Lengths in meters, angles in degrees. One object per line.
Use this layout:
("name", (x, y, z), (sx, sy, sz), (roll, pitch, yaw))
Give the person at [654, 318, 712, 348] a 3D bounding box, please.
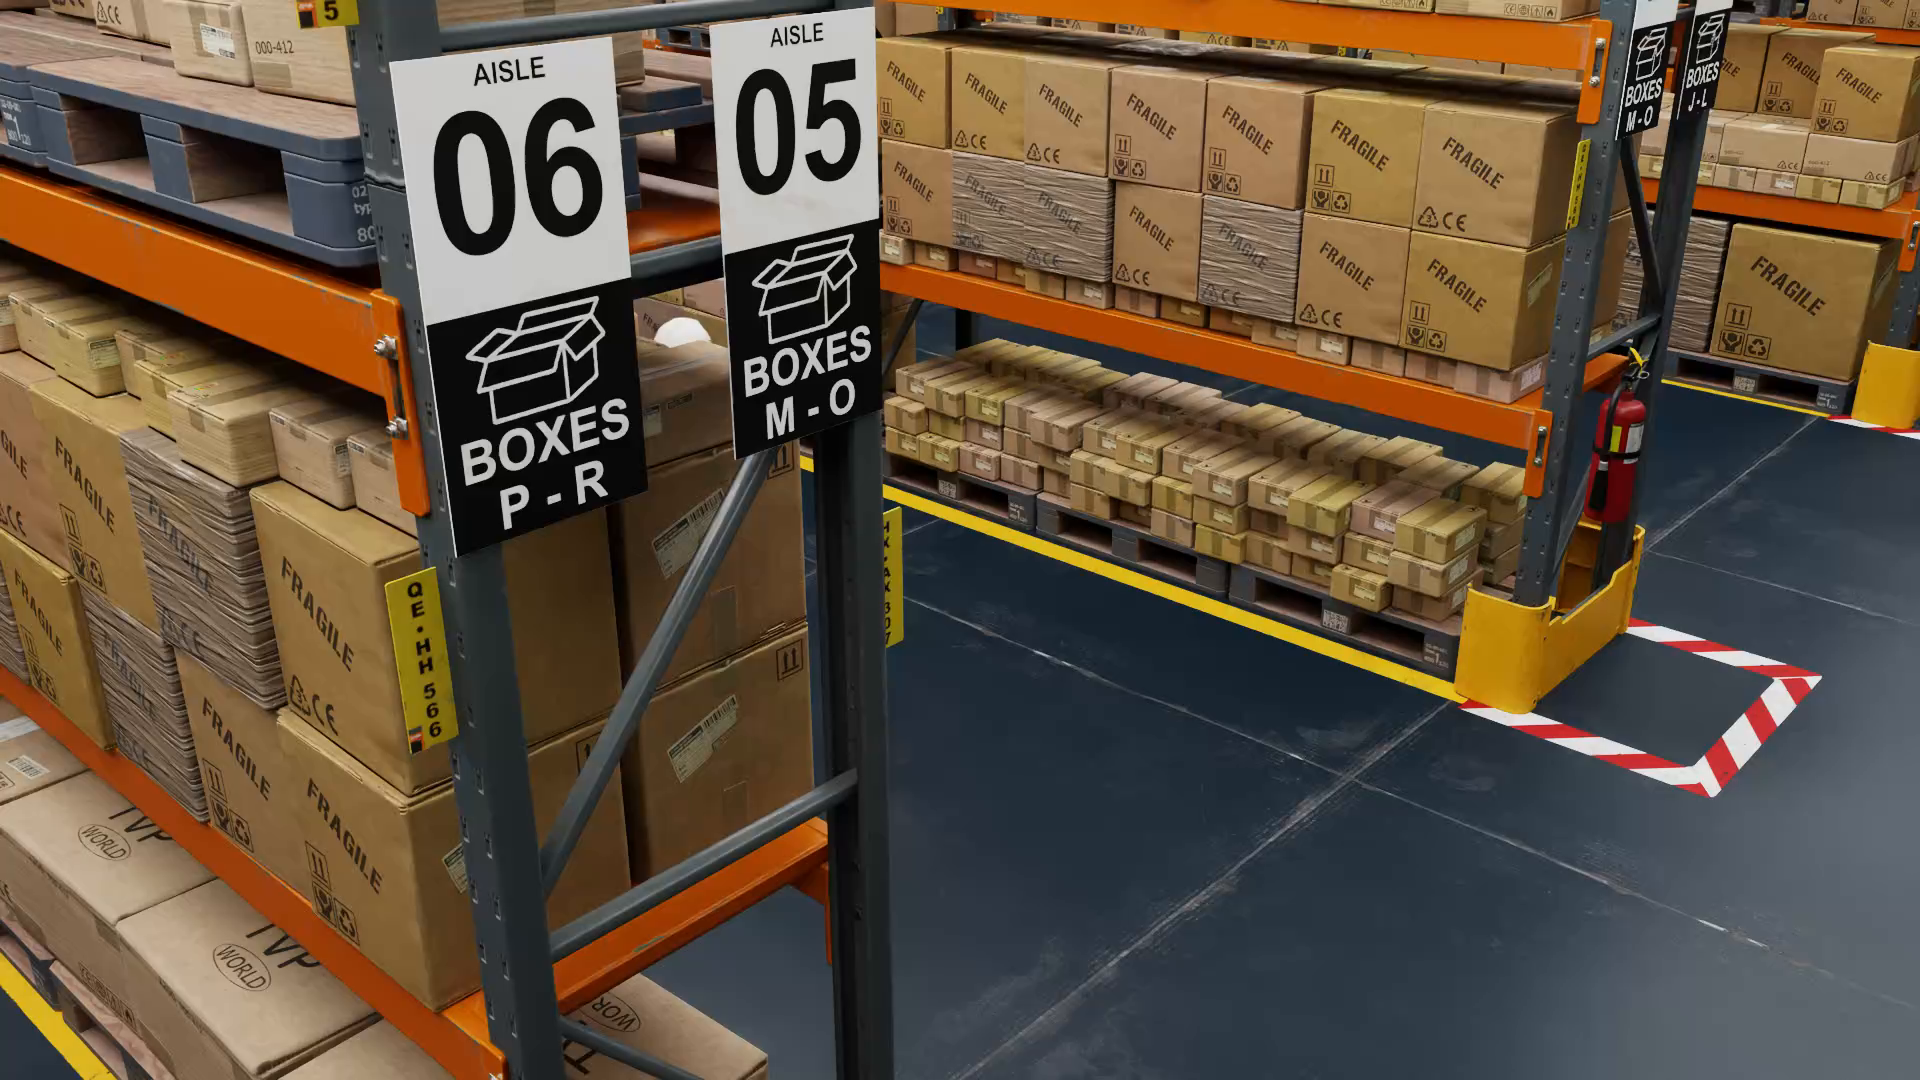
("person", (-1.145, 0.013, 6.545), (0.495, 1.770, 0.556), (20, 31, 38))
